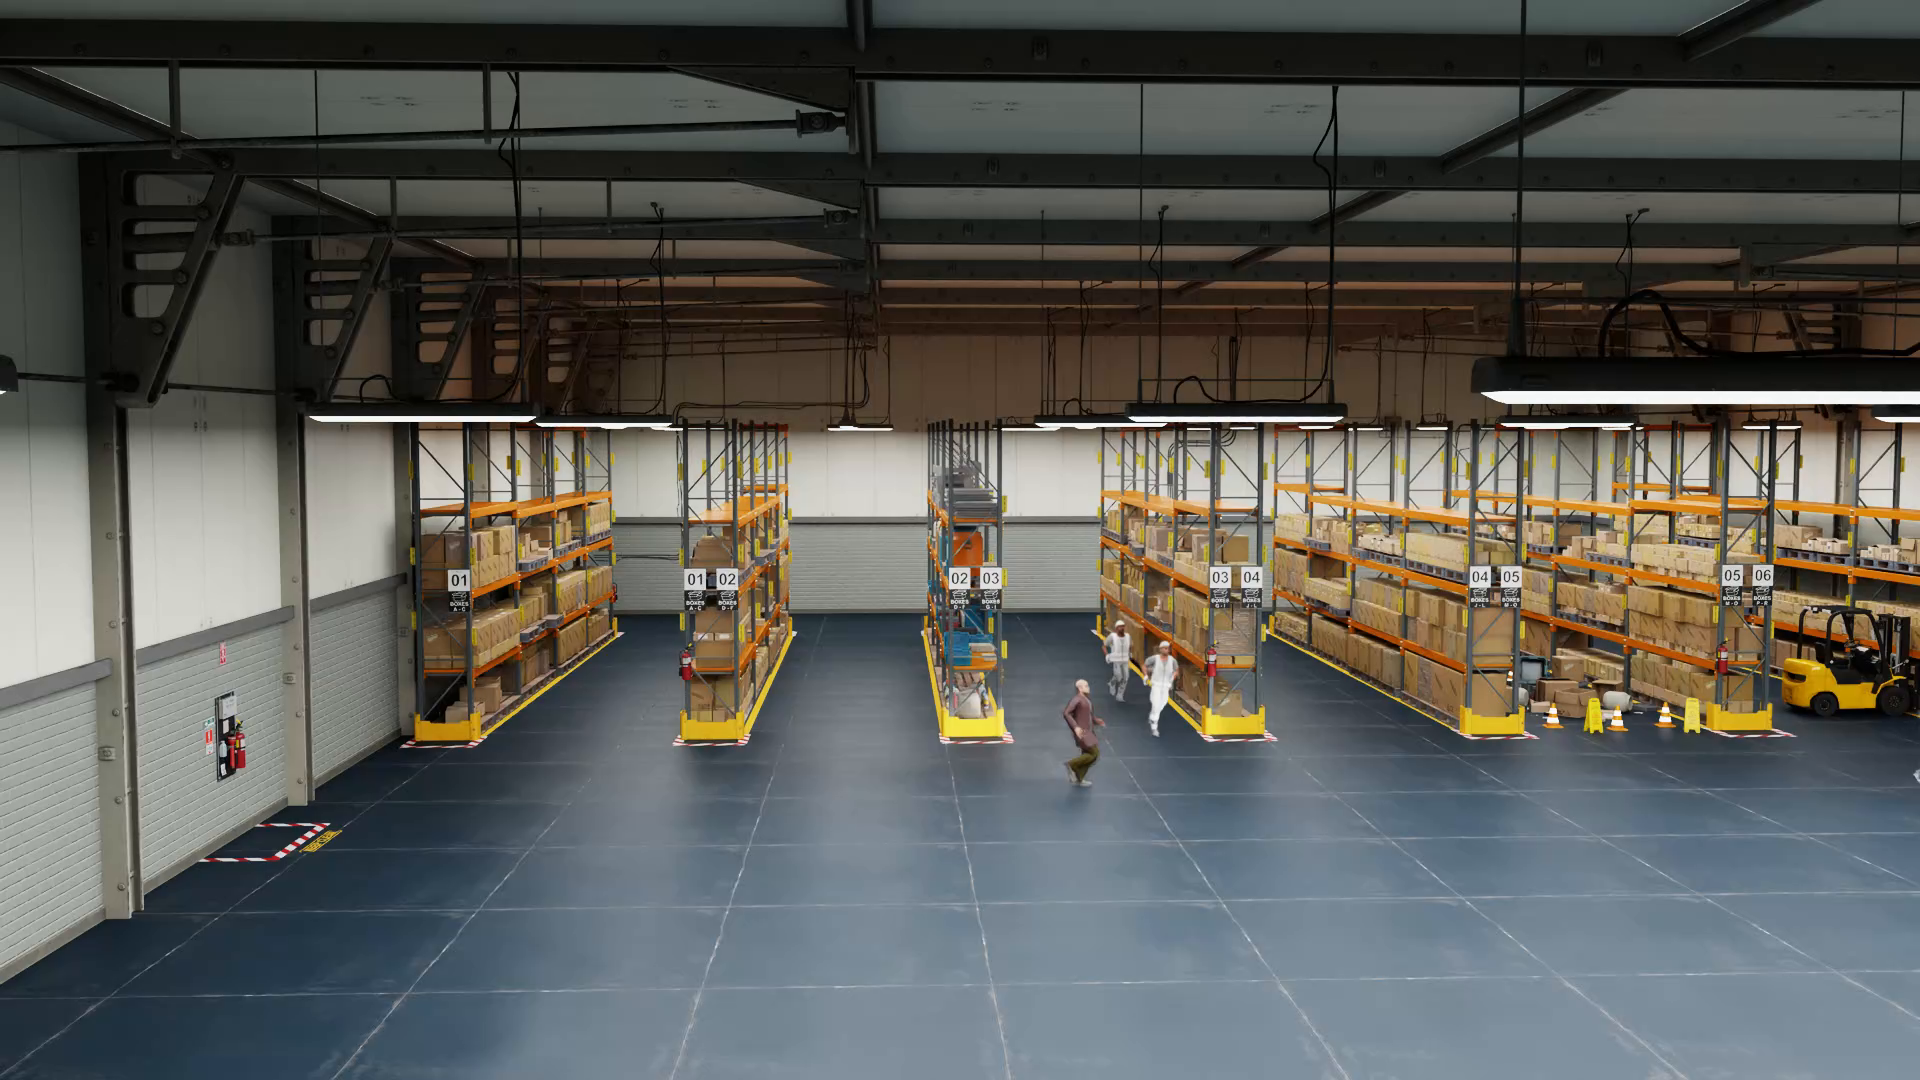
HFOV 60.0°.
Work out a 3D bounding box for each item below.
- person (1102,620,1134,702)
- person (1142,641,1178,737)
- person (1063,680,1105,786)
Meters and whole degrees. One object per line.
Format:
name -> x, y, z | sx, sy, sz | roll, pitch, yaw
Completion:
person -> 3.422, 2.584, 35.463 | 0.684, 1.732, 0.594 | -1, 4, -17
person -> 3.839, 2.814, 31.860 | 0.704, 1.779, 0.903 | -1, 4, -9
person -> 2.030, 3.129, 26.937 | 0.628, 1.732, 0.704 | 1, 4, 21
